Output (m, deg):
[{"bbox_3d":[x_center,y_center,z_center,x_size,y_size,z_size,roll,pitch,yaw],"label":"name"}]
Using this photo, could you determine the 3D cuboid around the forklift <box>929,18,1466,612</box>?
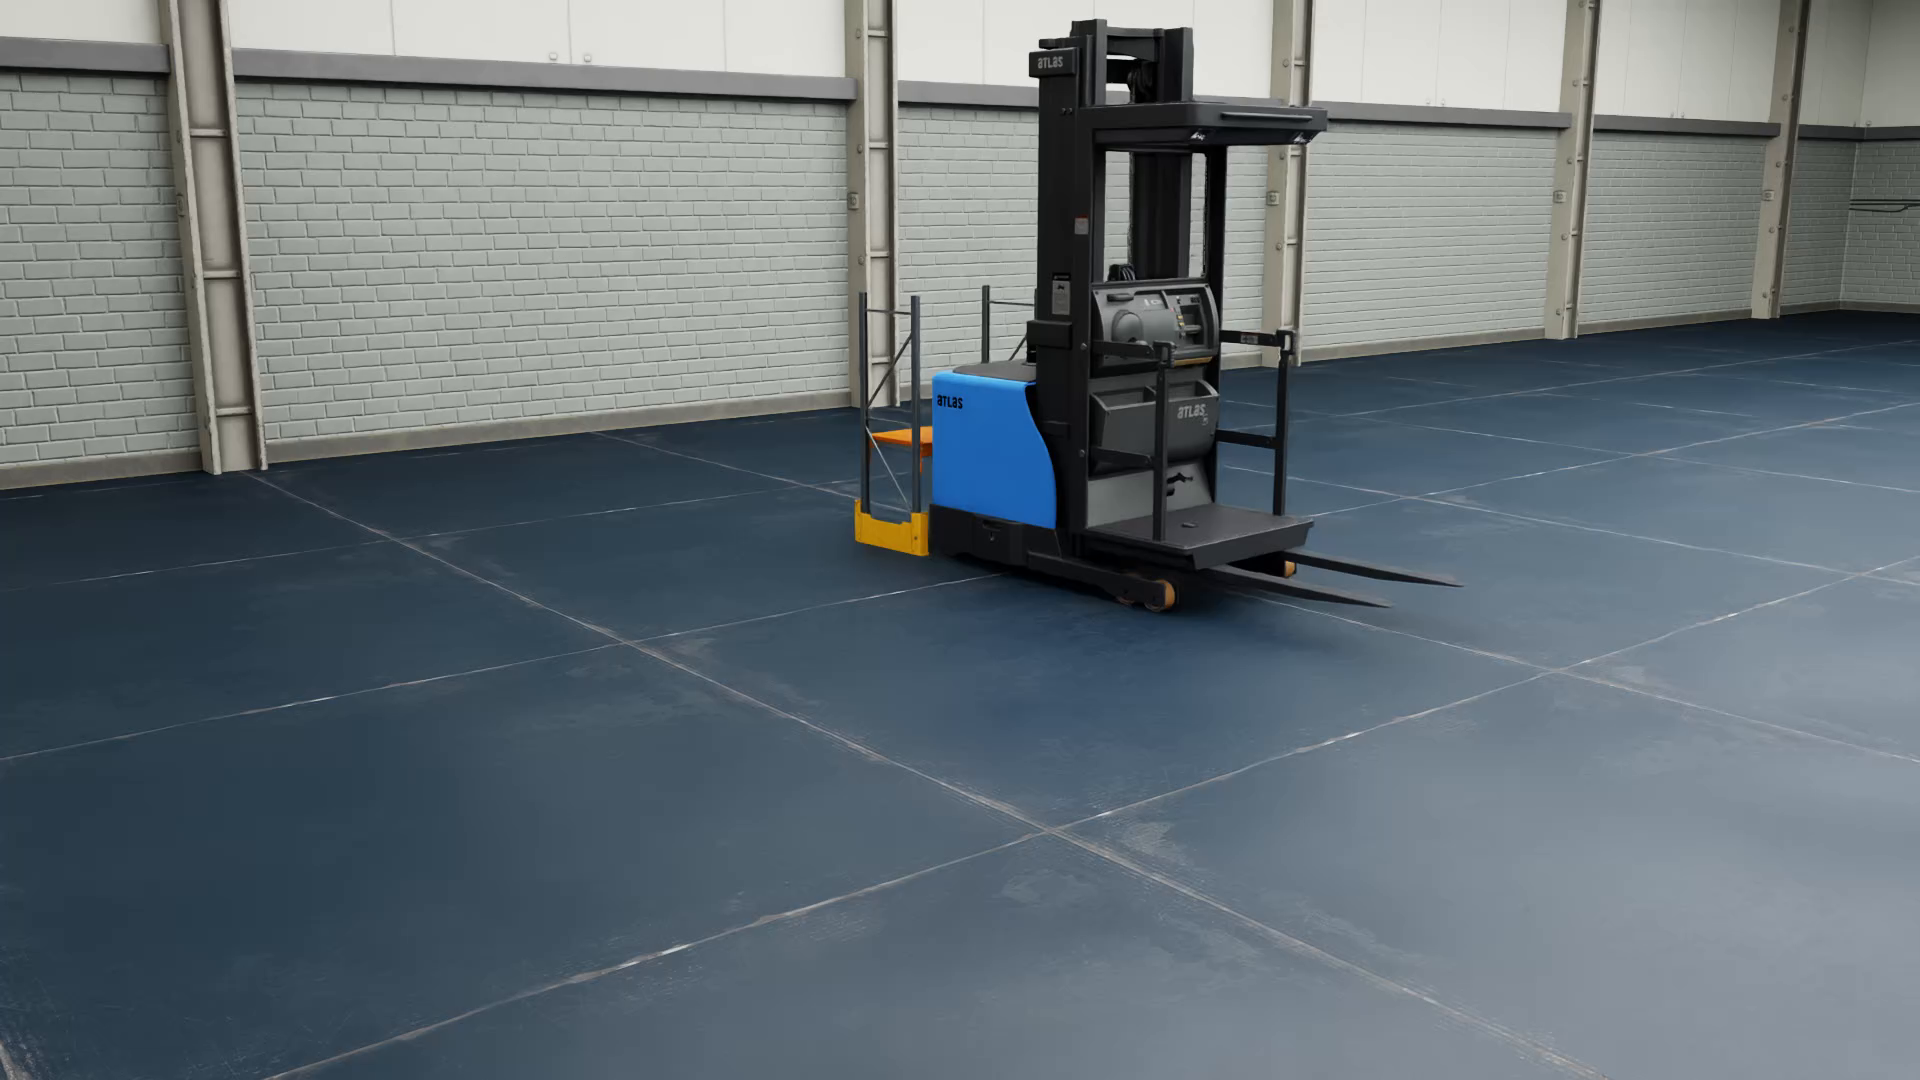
[{"bbox_3d":[1.187,-1.189,8.671,1.130,2.935,3.031,-11,16,-41],"label":"forklift"}]

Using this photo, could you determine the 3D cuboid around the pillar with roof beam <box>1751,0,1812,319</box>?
[{"bbox_3d":[15.910,-7.356,23.108,0.400,9.000,9.100,-9,15,-38],"label":"pillar with roof beam"}]

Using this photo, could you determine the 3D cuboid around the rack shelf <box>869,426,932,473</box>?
[{"bbox_3d":[-0.045,-0.587,10.150,1.000,0.185,0.538,-11,16,-43],"label":"rack shelf"}]

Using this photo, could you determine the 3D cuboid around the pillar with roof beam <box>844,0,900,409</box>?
[{"bbox_3d":[1.855,-5.021,12.108,0.400,9.000,9.100,-9,15,-38],"label":"pillar with roof beam"}]

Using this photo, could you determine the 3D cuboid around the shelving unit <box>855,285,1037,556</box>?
[{"bbox_3d":[-0.052,-0.762,10.106,1.083,1.500,0.587,-11,16,-43],"label":"shelving unit"}]

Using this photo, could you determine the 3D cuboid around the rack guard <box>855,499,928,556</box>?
[{"bbox_3d":[-0.411,-0.079,9.898,0.087,0.250,0.587,-11,16,-43],"label":"rack guard"}]

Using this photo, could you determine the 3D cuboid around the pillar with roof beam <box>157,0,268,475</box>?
[{"bbox_3d":[-2.830,-4.242,8.442,0.400,9.000,9.100,-9,15,-38],"label":"pillar with roof beam"}]

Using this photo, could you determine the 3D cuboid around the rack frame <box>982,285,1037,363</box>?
[{"bbox_3d":[0.321,-0.836,10.457,0.032,1.500,0.500,-11,16,-43],"label":"rack frame"}]

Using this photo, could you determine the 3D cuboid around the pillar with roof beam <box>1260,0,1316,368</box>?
[{"bbox_3d":[6.540,-5.799,15.775,0.400,9.000,9.100,-9,15,-38],"label":"pillar with roof beam"}]

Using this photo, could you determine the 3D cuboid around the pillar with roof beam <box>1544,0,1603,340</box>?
[{"bbox_3d":[11.225,-6.578,19.441,0.400,9.000,9.100,-9,15,-38],"label":"pillar with roof beam"}]

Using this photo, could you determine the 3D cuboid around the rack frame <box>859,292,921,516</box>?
[{"bbox_3d":[-0.411,-0.690,9.768,0.032,1.500,0.500,-11,16,-43],"label":"rack frame"}]

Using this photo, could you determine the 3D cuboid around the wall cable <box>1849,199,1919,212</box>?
[{"bbox_3d":[16.347,-6.703,27.509,0.112,2.526,3.097,-9,15,-38],"label":"wall cable"}]
